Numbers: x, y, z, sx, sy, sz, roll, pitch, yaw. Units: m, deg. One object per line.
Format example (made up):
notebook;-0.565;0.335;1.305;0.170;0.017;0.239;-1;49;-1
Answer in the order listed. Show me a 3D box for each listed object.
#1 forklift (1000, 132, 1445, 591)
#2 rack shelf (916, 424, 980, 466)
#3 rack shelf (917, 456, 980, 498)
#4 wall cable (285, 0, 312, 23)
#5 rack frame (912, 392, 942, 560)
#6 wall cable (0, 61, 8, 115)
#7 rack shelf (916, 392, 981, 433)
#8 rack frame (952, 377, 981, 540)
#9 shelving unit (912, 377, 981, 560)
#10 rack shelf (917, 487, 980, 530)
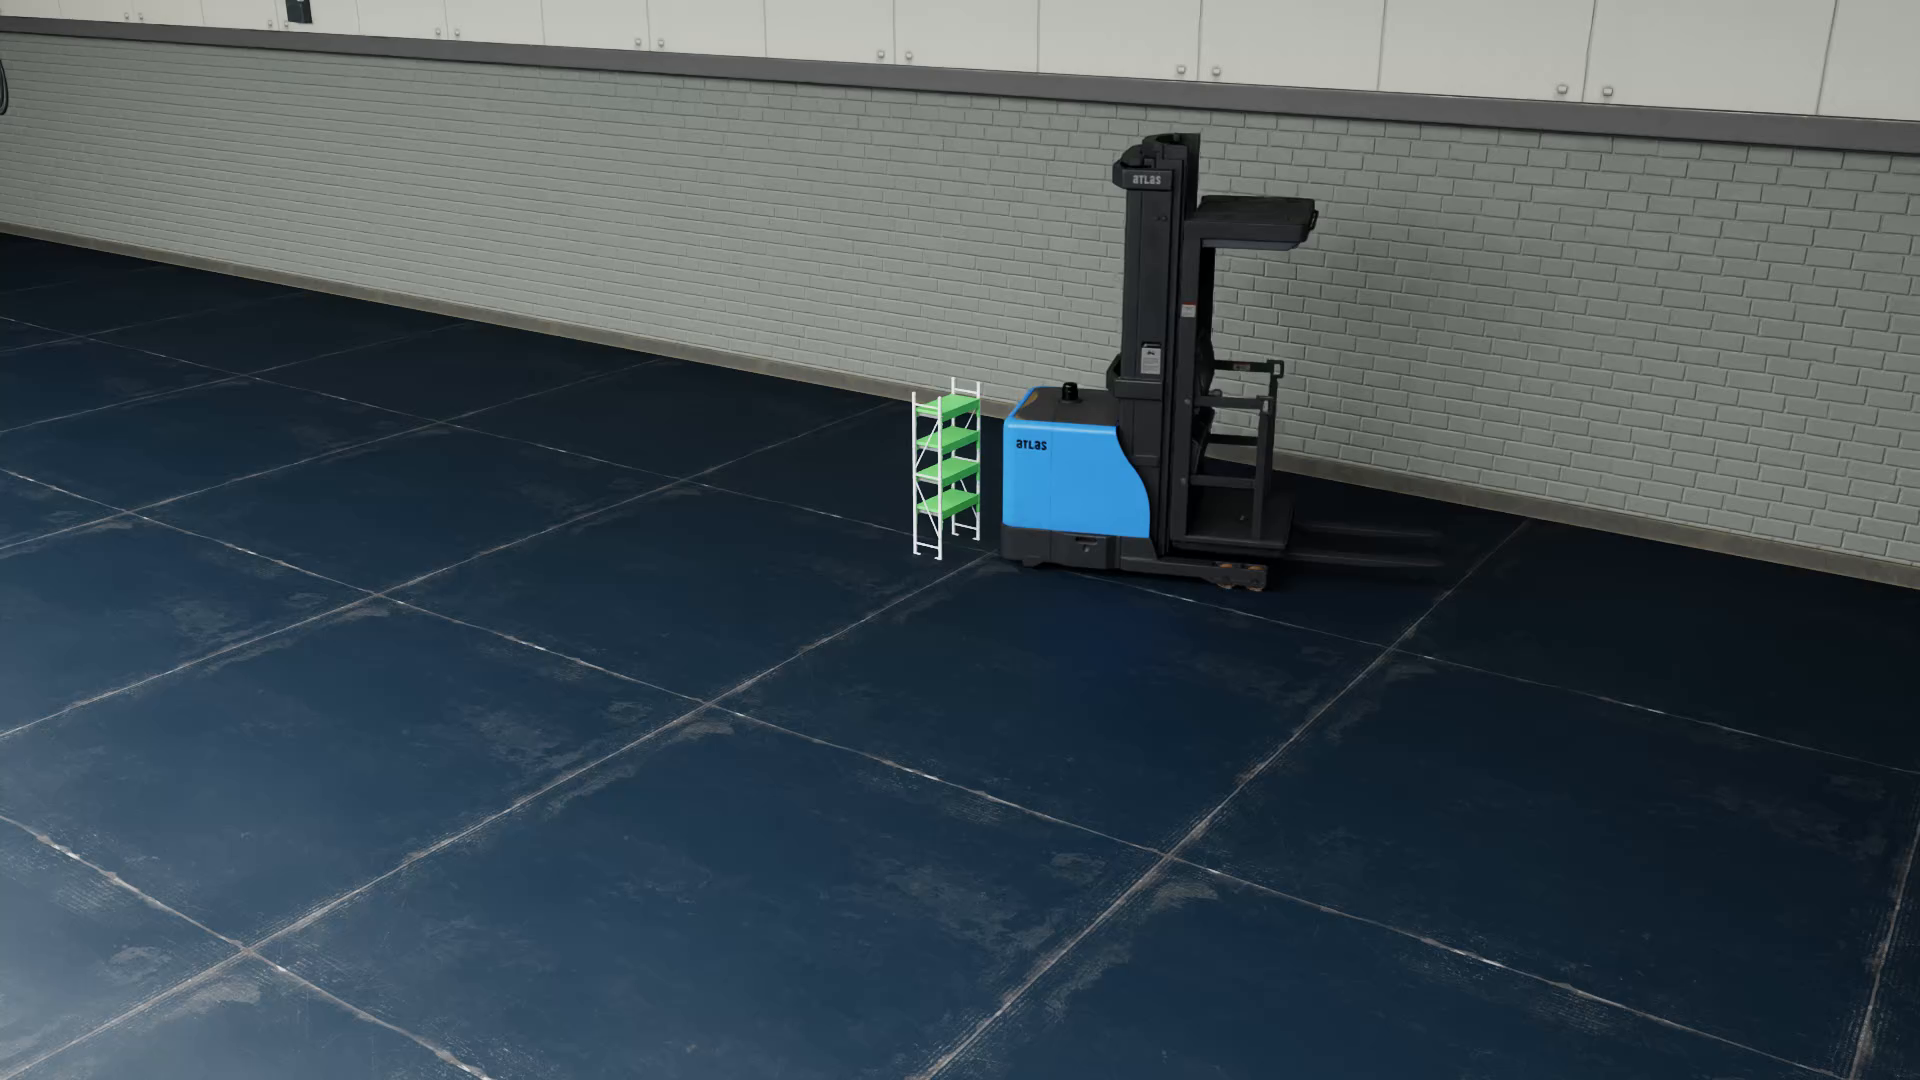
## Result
forklift;1.859;-1.230;11.364;3.031;2.935;1.130;5;21;13
rack shelf;-0.093;-0.680;11.867;0.258;0.148;0.480;13;24;32
rack shelf;-0.093;-0.455;11.951;0.258;0.148;0.480;13;24;32
wall cable;-6.822;-8.611;17.670;2.305;6.003;0.169;13;24;32
rack frame;-0.230;-0.445;11.739;0.240;1.200;0.015;13;24;32
wall cable;-14.664;-7.415;23.816;3.097;2.526;0.112;13;24;32
rack shelf;-0.093;-0.906;11.784;0.258;0.148;0.480;13;24;32
rack frame;0.044;-0.585;12.118;0.240;1.200;0.015;13;24;32
shelving unit;-0.093;-0.515;11.928;0.258;1.200;0.503;13;24;32
rack shelf;-0.093;-0.230;12.034;0.258;0.148;0.480;13;24;32
